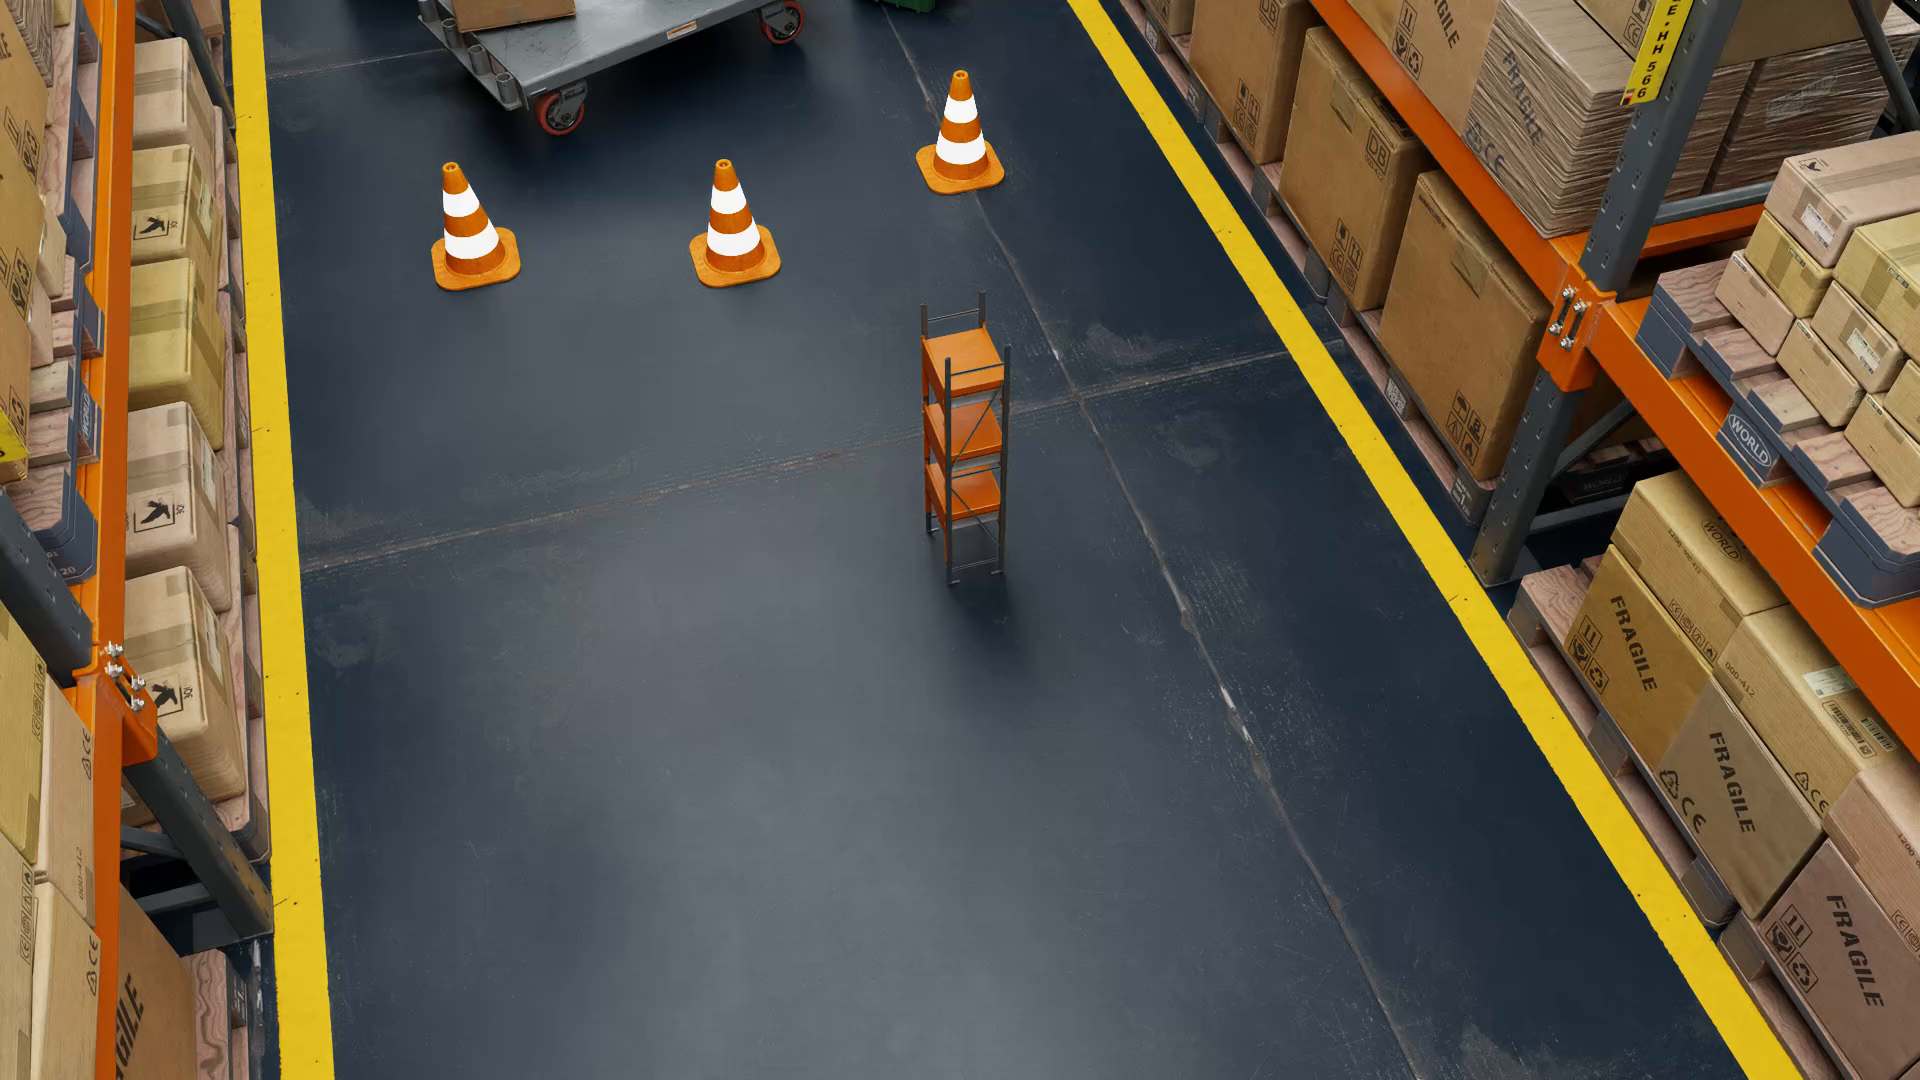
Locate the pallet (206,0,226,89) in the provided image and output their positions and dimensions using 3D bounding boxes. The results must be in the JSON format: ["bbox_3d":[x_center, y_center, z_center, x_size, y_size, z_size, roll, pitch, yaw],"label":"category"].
[{"bbox_3d":[-3.886,-2.268,7.524,1.003,0.211,1.213,-13,51,-11],"label":"pallet"}]

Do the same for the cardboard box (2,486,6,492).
[{"bbox_3d":[-2.389,-0.097,3.760,0.380,0.149,0.250,-16,52,-13],"label":"cardboard box"}]

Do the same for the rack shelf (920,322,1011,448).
[{"bbox_3d":[0.016,-0.475,5.107,0.215,0.259,0.240,-13,51,-11],"label":"rack shelf"}]

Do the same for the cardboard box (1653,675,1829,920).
[{"bbox_3d":[2.346,0.655,4.596,0.500,0.500,0.500,-13,51,-11],"label":"cardboard box"}]

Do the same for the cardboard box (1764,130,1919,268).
[{"bbox_3d":[2.181,-0.818,3.978,0.380,0.149,0.250,-13,51,-11],"label":"cardboard box"}]

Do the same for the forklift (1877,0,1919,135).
[{"bbox_3d":[4.357,-2.312,5.782,1.130,2.935,3.031,-13,51,-11],"label":"forklift"}]

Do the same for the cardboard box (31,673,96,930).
[{"bbox_3d":[-2.073,0.596,3.384,0.500,0.250,0.500,-15,51,-12],"label":"cardboard box"}]

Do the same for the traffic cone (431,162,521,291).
[{"bbox_3d":[-1.949,-1.278,6.525,0.336,0.463,0.334,-13,51,-11],"label":"traffic cone"}]

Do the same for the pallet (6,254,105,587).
[{"bbox_3d":[-2.783,-0.198,4.080,1.213,0.211,1.003,-13,51,-11],"label":"pallet"}]

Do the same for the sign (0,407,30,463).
[{"bbox_3d":[-1.941,-0.264,3.254,0.100,0.325,0.005,-13,51,-11],"label":"sign"}]

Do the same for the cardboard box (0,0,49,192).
[{"bbox_3d":[-2.707,-1.173,4.242,0.500,0.500,0.500,-13,51,-10],"label":"cardboard box"}]

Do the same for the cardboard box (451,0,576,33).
[{"bbox_3d":[-1.962,-2.548,7.075,0.500,0.500,0.500,-13,51,-11],"label":"cardboard box"}]

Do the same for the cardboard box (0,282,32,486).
[{"bbox_3d":[-2.382,-0.408,3.597,0.500,0.500,0.500,-15,51,-12],"label":"cardboard box"}]

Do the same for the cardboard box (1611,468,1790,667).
[{"bbox_3d":[2.201,0.031,4.632,0.500,0.250,0.500,-15,52,-13],"label":"cardboard box"}]

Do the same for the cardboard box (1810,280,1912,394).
[{"bbox_3d":[2.262,-0.510,3.914,0.380,0.149,0.250,-11,51,-9],"label":"cardboard box"}]

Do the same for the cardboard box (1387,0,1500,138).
[{"bbox_3d":[1.693,-1.621,5.090,0.500,0.500,0.500,-13,51,-11],"label":"cardboard box"}]

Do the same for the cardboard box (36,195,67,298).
[{"bbox_3d":[-2.539,-0.727,4.291,0.380,0.149,0.250,-13,51,-11],"label":"cardboard box"}]

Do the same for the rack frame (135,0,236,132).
[{"bbox_3d":[-3.653,-2.685,6.051,1.000,3.000,0.127,-13,51,-11],"label":"rack frame"}]

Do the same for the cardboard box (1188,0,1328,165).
[{"bbox_3d":[1.597,-2.150,6.797,1.050,0.750,0.750,-13,51,-11],"label":"cardboard box"}]

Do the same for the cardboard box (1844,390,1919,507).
[{"bbox_3d":[2.327,-0.245,3.885,0.380,0.149,0.250,-11,51,-9],"label":"cardboard box"}]

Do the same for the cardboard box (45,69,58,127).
[{"bbox_3d":[-2.820,-1.288,4.764,0.380,0.149,0.250,-12,51,-10],"label":"cardboard box"}]

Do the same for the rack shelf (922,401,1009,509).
[{"bbox_3d":[0.016,-0.292,5.324,0.215,0.259,0.240,-13,51,-11],"label":"rack shelf"}]

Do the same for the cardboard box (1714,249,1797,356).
[{"bbox_3d":[2.168,-0.638,4.216,0.380,0.149,0.250,-14,51,-11],"label":"cardboard box"}]

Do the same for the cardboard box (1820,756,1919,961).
[{"bbox_3d":[2.485,0.765,4.013,0.500,0.250,0.500,-13,51,-11],"label":"cardboard box"}]

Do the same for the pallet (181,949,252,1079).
[{"bbox_3d":[-2.309,1.728,4.155,1.003,0.211,1.213,-13,51,-11],"label":"pallet"}]

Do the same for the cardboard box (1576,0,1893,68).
[{"bbox_3d":[2.105,-1.641,4.452,0.700,0.500,0.500,-14,51,-11],"label":"cardboard box"}]

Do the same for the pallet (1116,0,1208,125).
[{"bbox_3d":[1.346,-2.432,7.663,1.003,0.211,1.213,-13,51,-11],"label":"pallet"}]

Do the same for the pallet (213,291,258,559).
[{"bbox_3d":[-3.057,-0.325,5.886,1.003,0.211,1.213,-13,51,-11],"label":"pallet"}]

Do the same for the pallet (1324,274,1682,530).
[{"bbox_3d":[2.067,-0.650,6.160,1.003,0.211,1.213,-13,51,-11],"label":"pallet"}]

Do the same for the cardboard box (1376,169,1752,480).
[{"bbox_3d":[2.134,-0.832,5.686,1.050,0.750,0.750,-14,51,-11],"label":"cardboard box"}]

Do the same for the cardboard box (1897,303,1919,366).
[{"bbox_3d":[2.330,-0.445,3.664,0.380,0.149,0.250,-14,51,-11],"label":"cardboard box"}]

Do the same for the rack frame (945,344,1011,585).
[{"bbox_3d":[0.052,-0.210,5.241,0.200,1.050,0.008,-13,51,-11],"label":"rack frame"}]

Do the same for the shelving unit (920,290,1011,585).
[{"bbox_3d":[0.016,-0.299,5.316,0.215,1.050,0.252,-13,51,-11],"label":"shelving unit"}]

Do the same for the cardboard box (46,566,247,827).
[{"bbox_3d":[-2.628,0.533,4.782,0.950,0.372,0.625,-16,52,-13],"label":"cardboard box"}]

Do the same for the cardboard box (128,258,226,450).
[{"bbox_3d":[-3.073,-0.559,5.703,0.950,0.372,0.625,-12,51,-10],"label":"cardboard box"}]

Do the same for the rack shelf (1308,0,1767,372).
[{"bbox_3d":[1.637,-2.185,6.101,1.077,0.370,4.000,-13,51,-11],"label":"rack shelf"}]

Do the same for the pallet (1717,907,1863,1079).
[{"bbox_3d":[2.815,1.403,4.429,1.003,0.211,1.213,-13,51,-11],"label":"pallet"}]

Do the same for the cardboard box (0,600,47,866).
[{"bbox_3d":[-2.084,0.420,3.205,0.500,0.250,0.500,-13,51,-11],"label":"cardboard box"}]

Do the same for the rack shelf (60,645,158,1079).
[{"bbox_3d":[-1.879,1.929,2.632,1.077,0.370,4.000,-13,51,-11],"label":"rack shelf"}]

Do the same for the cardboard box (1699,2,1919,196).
[{"bbox_3d":[2.354,-1.377,4.884,0.500,0.500,0.500,-13,51,-11],"label":"cardboard box"}]

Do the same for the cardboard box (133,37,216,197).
[{"bbox_3d":[-3.496,-1.591,6.573,0.950,0.372,0.625,-13,51,-11],"label":"cardboard box"}]

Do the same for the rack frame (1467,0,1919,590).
[{"bbox_3d":[2.228,-0.956,4.594,1.000,3.000,0.127,-13,51,-11],"label":"rack frame"}]
